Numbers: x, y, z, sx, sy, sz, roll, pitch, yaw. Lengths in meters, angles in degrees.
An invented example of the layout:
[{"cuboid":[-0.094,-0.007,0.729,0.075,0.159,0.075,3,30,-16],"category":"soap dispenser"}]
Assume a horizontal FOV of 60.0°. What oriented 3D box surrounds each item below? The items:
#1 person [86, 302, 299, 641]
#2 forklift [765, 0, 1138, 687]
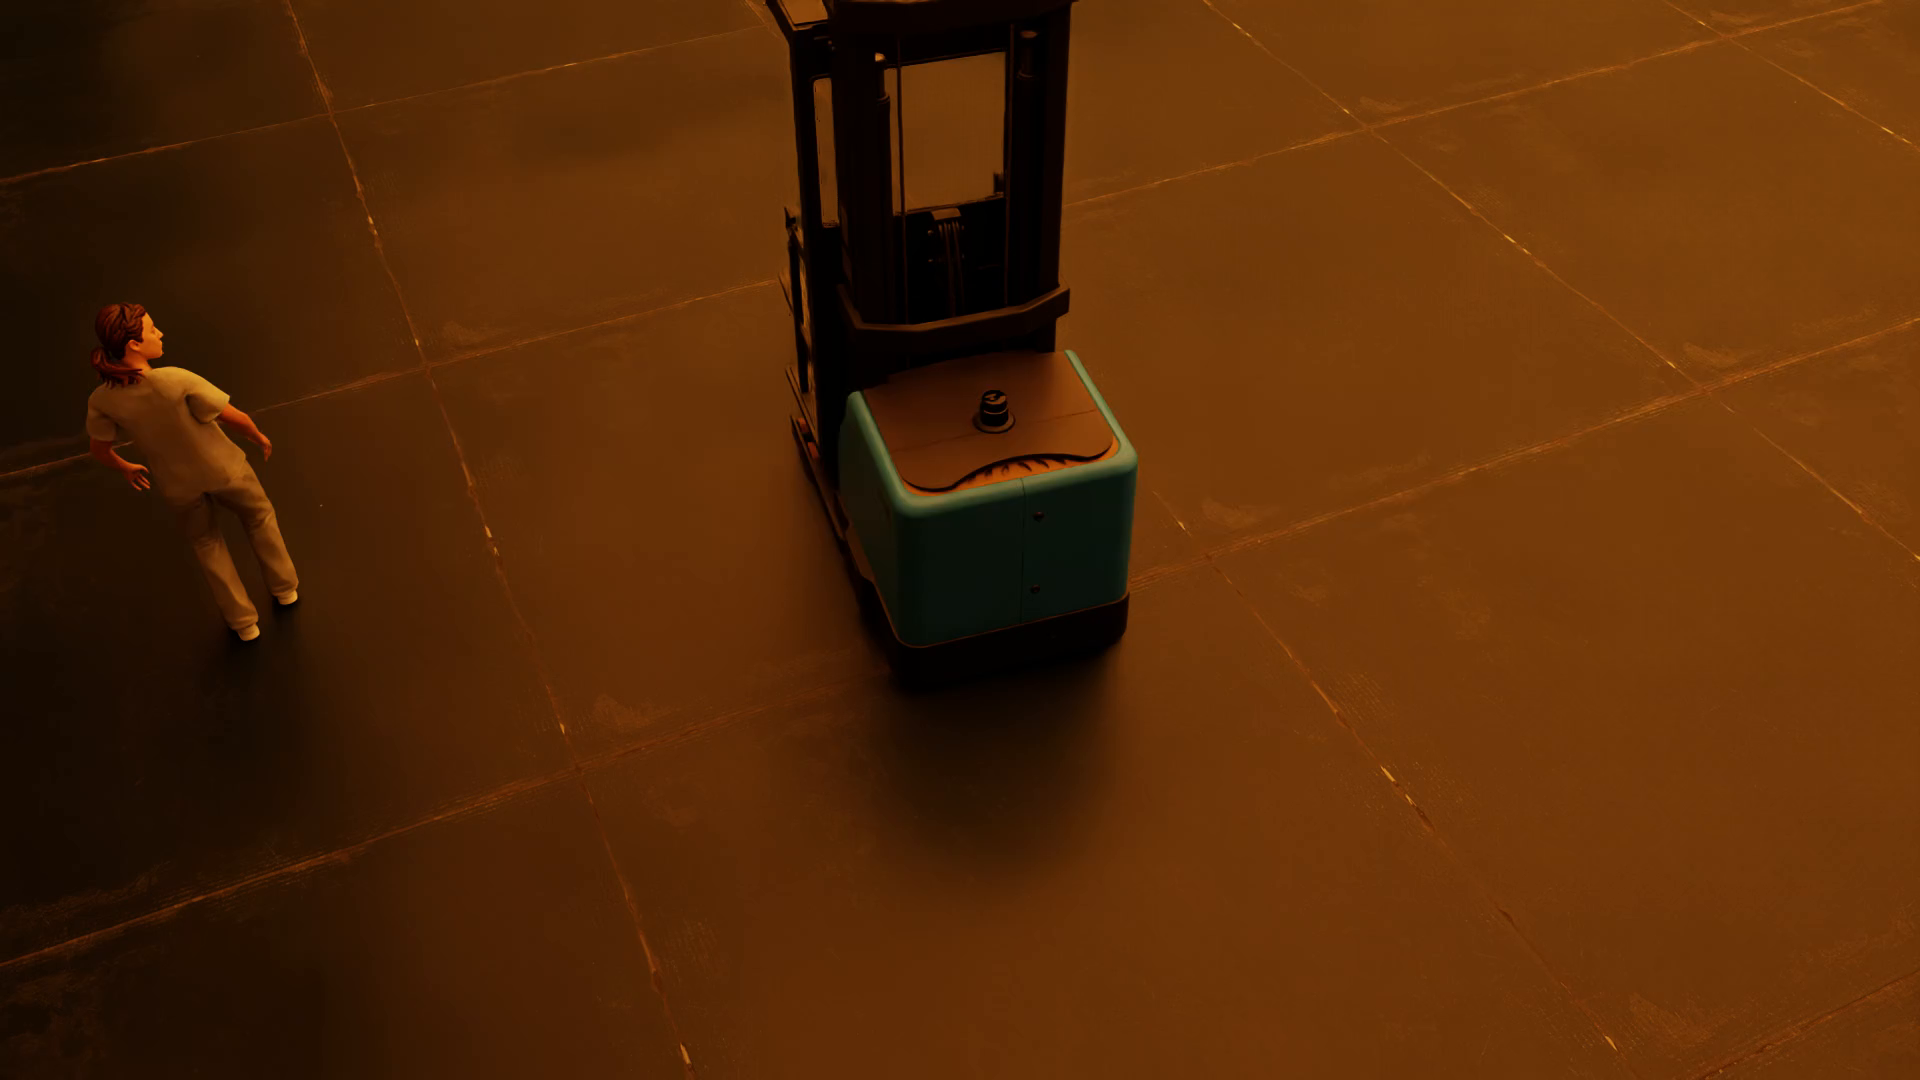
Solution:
[{"cuboid":[-3.202,-0.304,6.948,0.639,1.649,0.481,-13,45,-14],"category":"person"},{"cuboid":[-0.205,-1.470,7.256,1.130,2.935,3.031,-12,44,-13],"category":"forklift"}]
